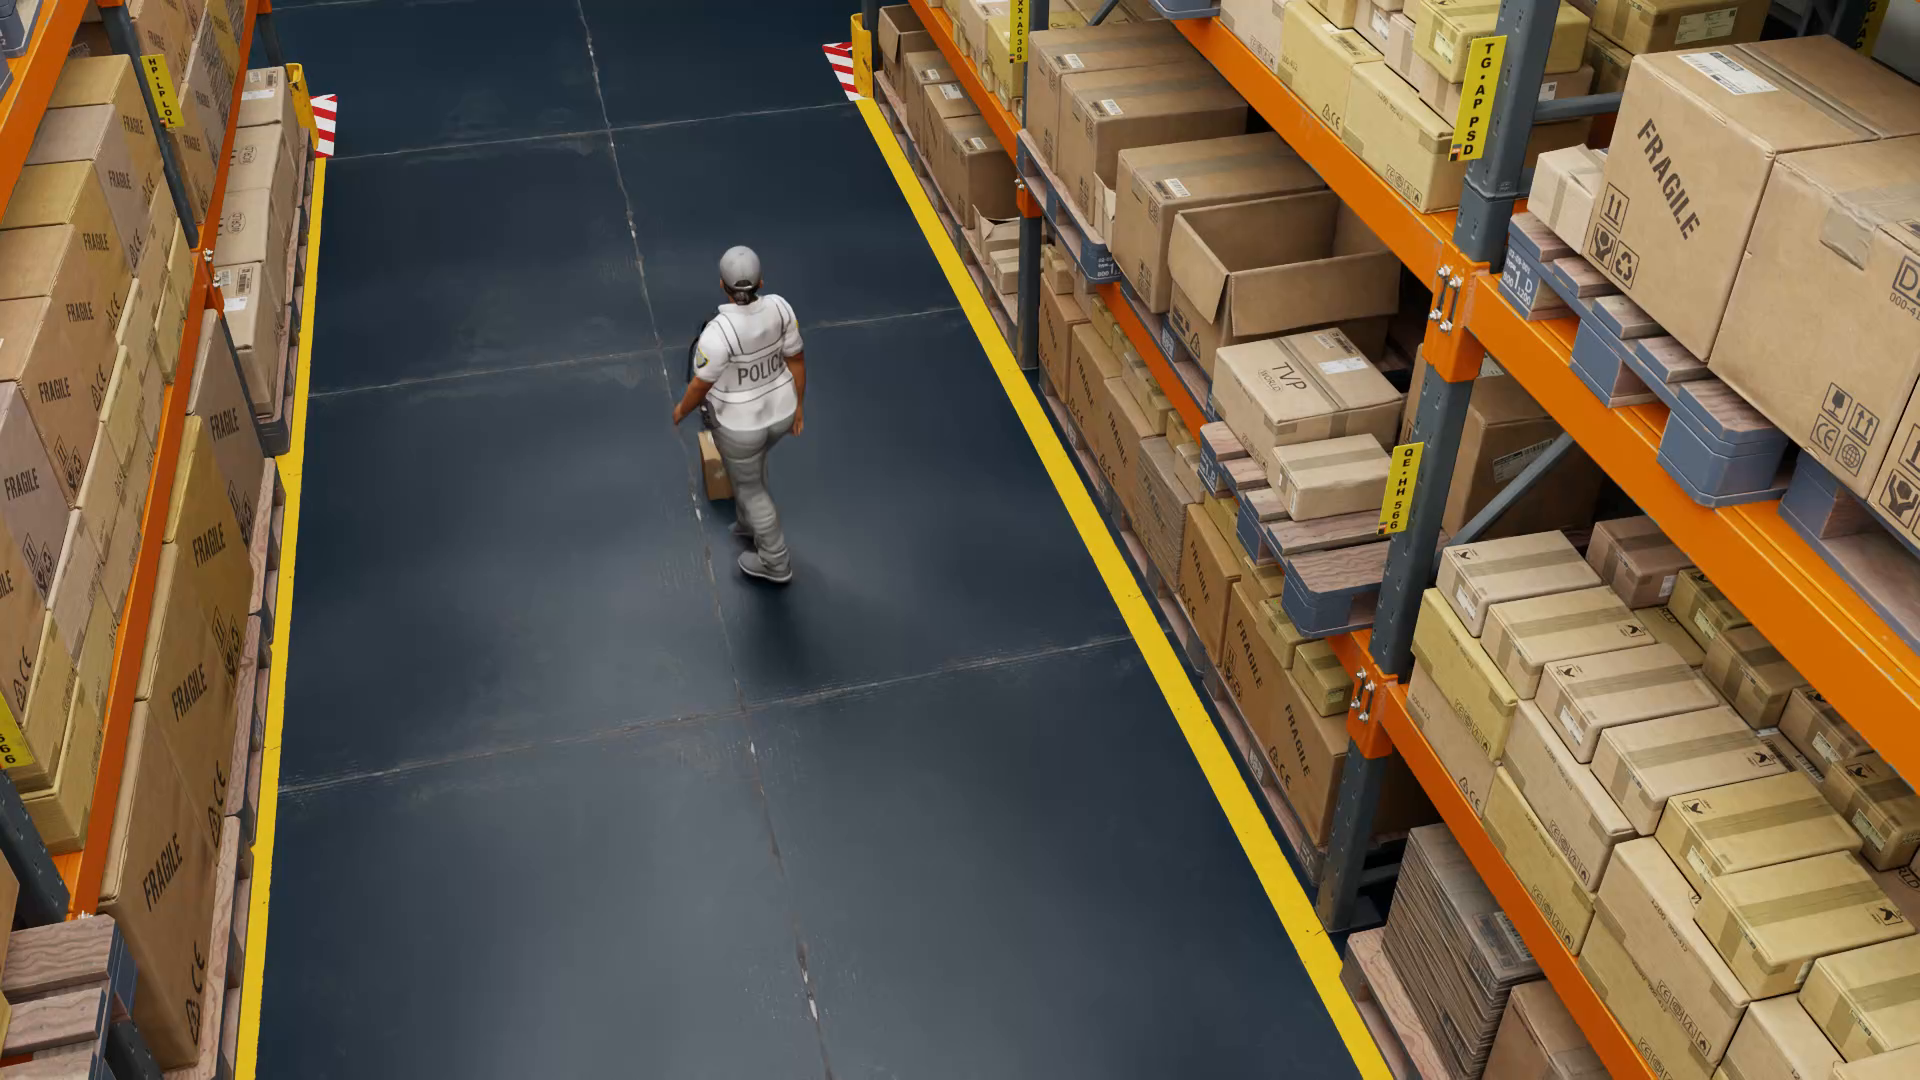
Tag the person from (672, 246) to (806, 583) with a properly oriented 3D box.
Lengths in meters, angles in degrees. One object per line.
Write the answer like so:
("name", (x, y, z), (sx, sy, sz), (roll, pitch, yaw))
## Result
("person", (-0.990, -0.550, 7.443), (0.587, 1.731, 0.498), (27, 46, 30))
